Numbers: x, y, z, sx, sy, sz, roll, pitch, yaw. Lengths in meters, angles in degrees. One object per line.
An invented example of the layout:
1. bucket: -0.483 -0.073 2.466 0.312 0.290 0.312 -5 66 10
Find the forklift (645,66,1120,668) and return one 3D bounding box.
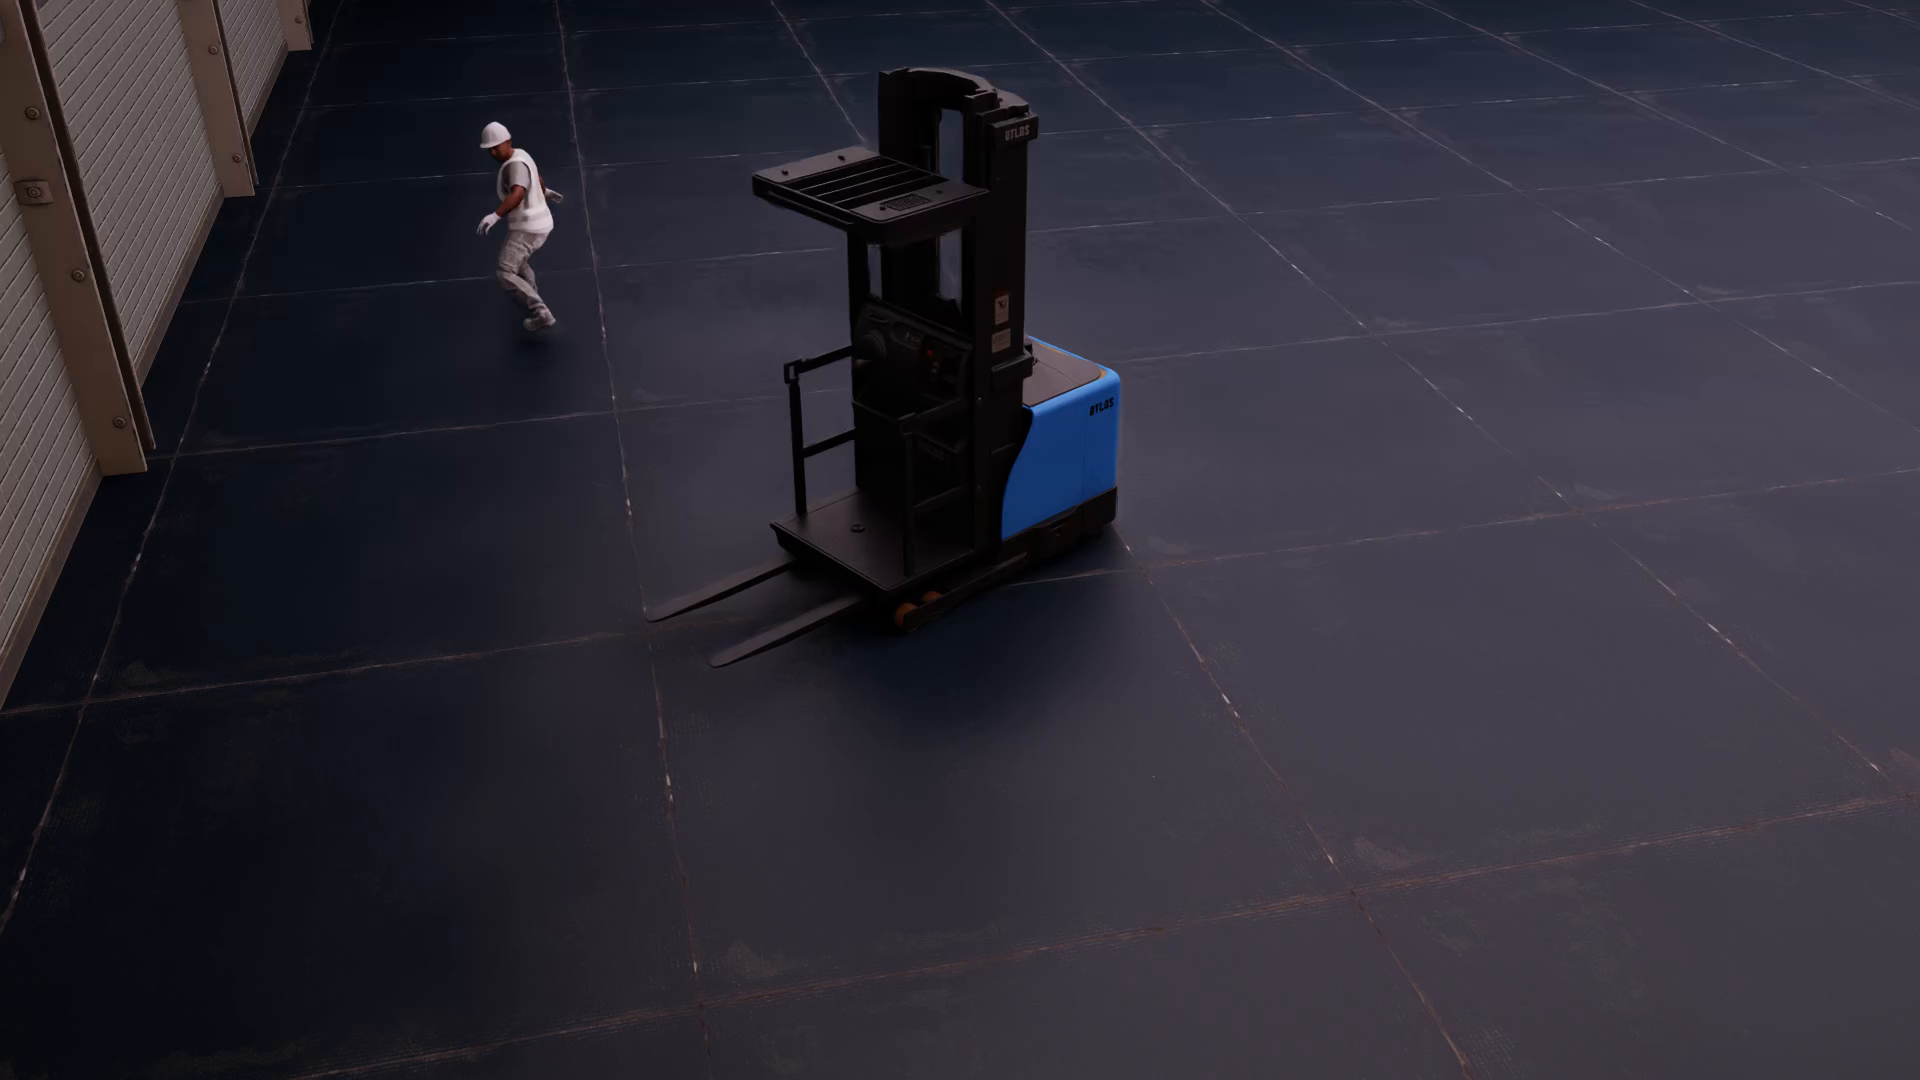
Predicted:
1. forklift: -0.431 -1.032 9.357 3.031 2.935 1.130 -25 38 -36

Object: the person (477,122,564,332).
1. person: -3.498 -2.524 13.319 0.555 1.683 1.233 -1 30 -2
